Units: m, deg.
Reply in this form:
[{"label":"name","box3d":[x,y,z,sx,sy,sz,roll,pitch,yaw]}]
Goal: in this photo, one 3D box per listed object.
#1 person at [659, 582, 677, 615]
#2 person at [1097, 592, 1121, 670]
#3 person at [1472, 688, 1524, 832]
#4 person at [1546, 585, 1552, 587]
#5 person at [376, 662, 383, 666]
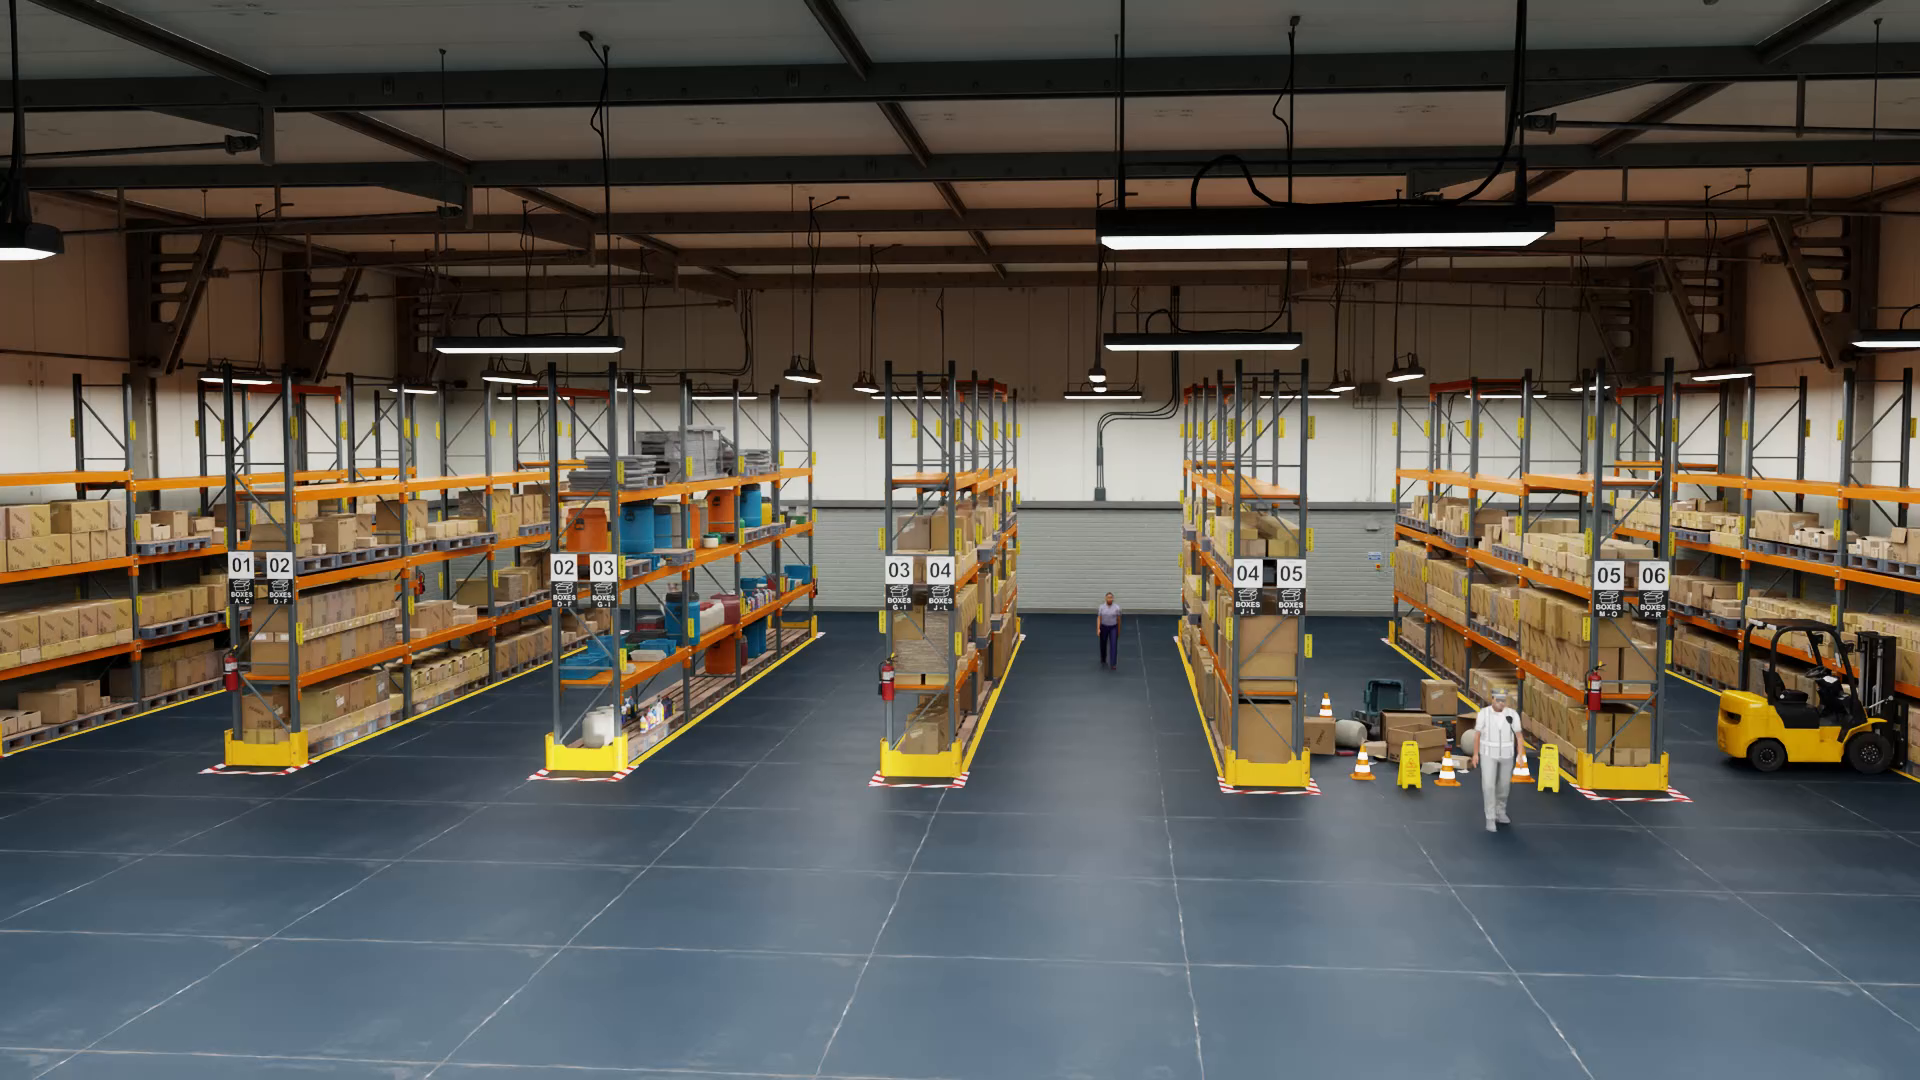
[{"label":"person","box3d":[-6.466,1.728,37.697,0.596,1.601,0.702,1,4,14]},{"label":"person","box3d":[3.141,1.887,34.991,0.505,1.587,1.043,0,4,5]},{"label":"person","box3d":[6.812,2.760,21.028,0.598,1.792,0.657,1,4,8]},{"label":"person","box3d":[13.480,1.606,38.184,1.006,1.710,0.512,3,5,41]},{"label":"person","box3d":[-11.660,2.048,32.843,0.462,1.539,0.972,0,4,5]}]
